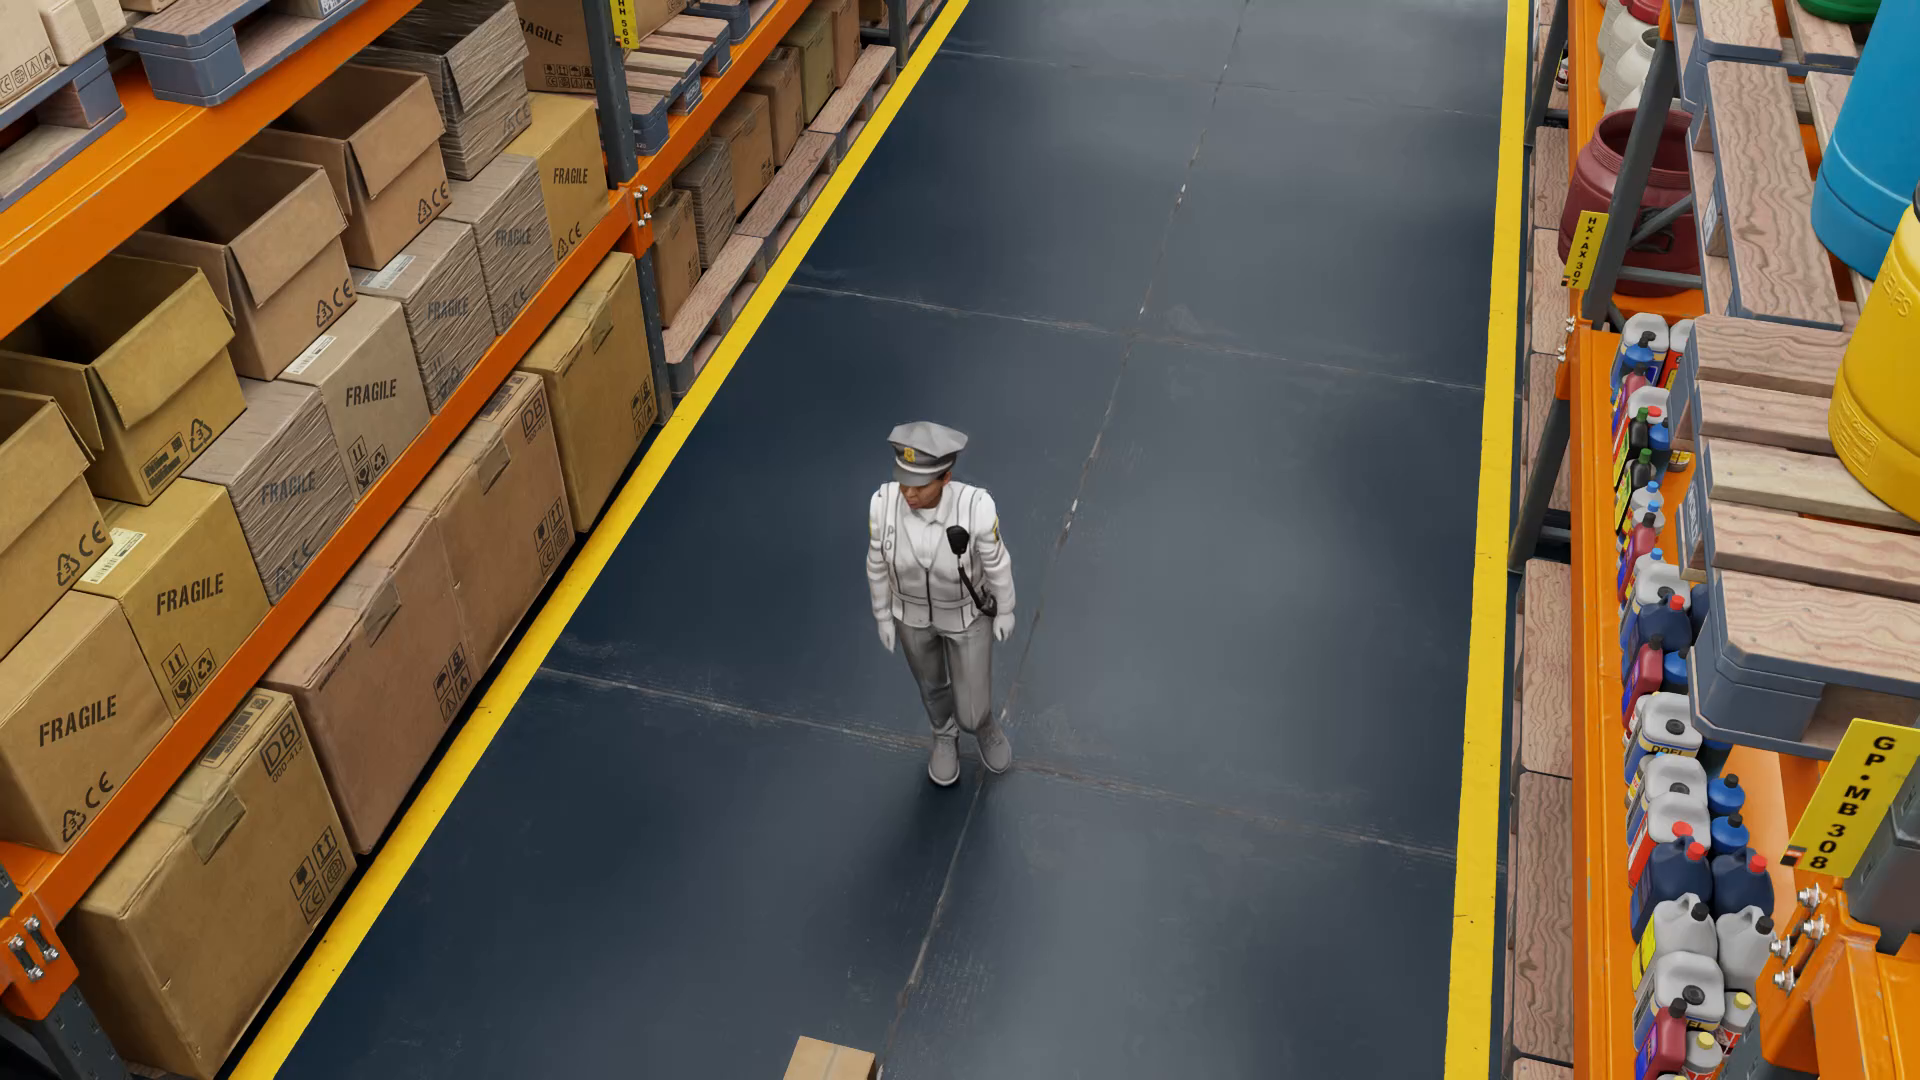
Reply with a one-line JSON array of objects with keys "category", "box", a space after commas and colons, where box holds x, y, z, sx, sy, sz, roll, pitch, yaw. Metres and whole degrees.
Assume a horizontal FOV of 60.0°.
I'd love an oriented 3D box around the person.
[{"category": "person", "box": [-0.071, 0.258, 5.816, 0.515, 1.675, 0.418, 8, 42, 10]}]
